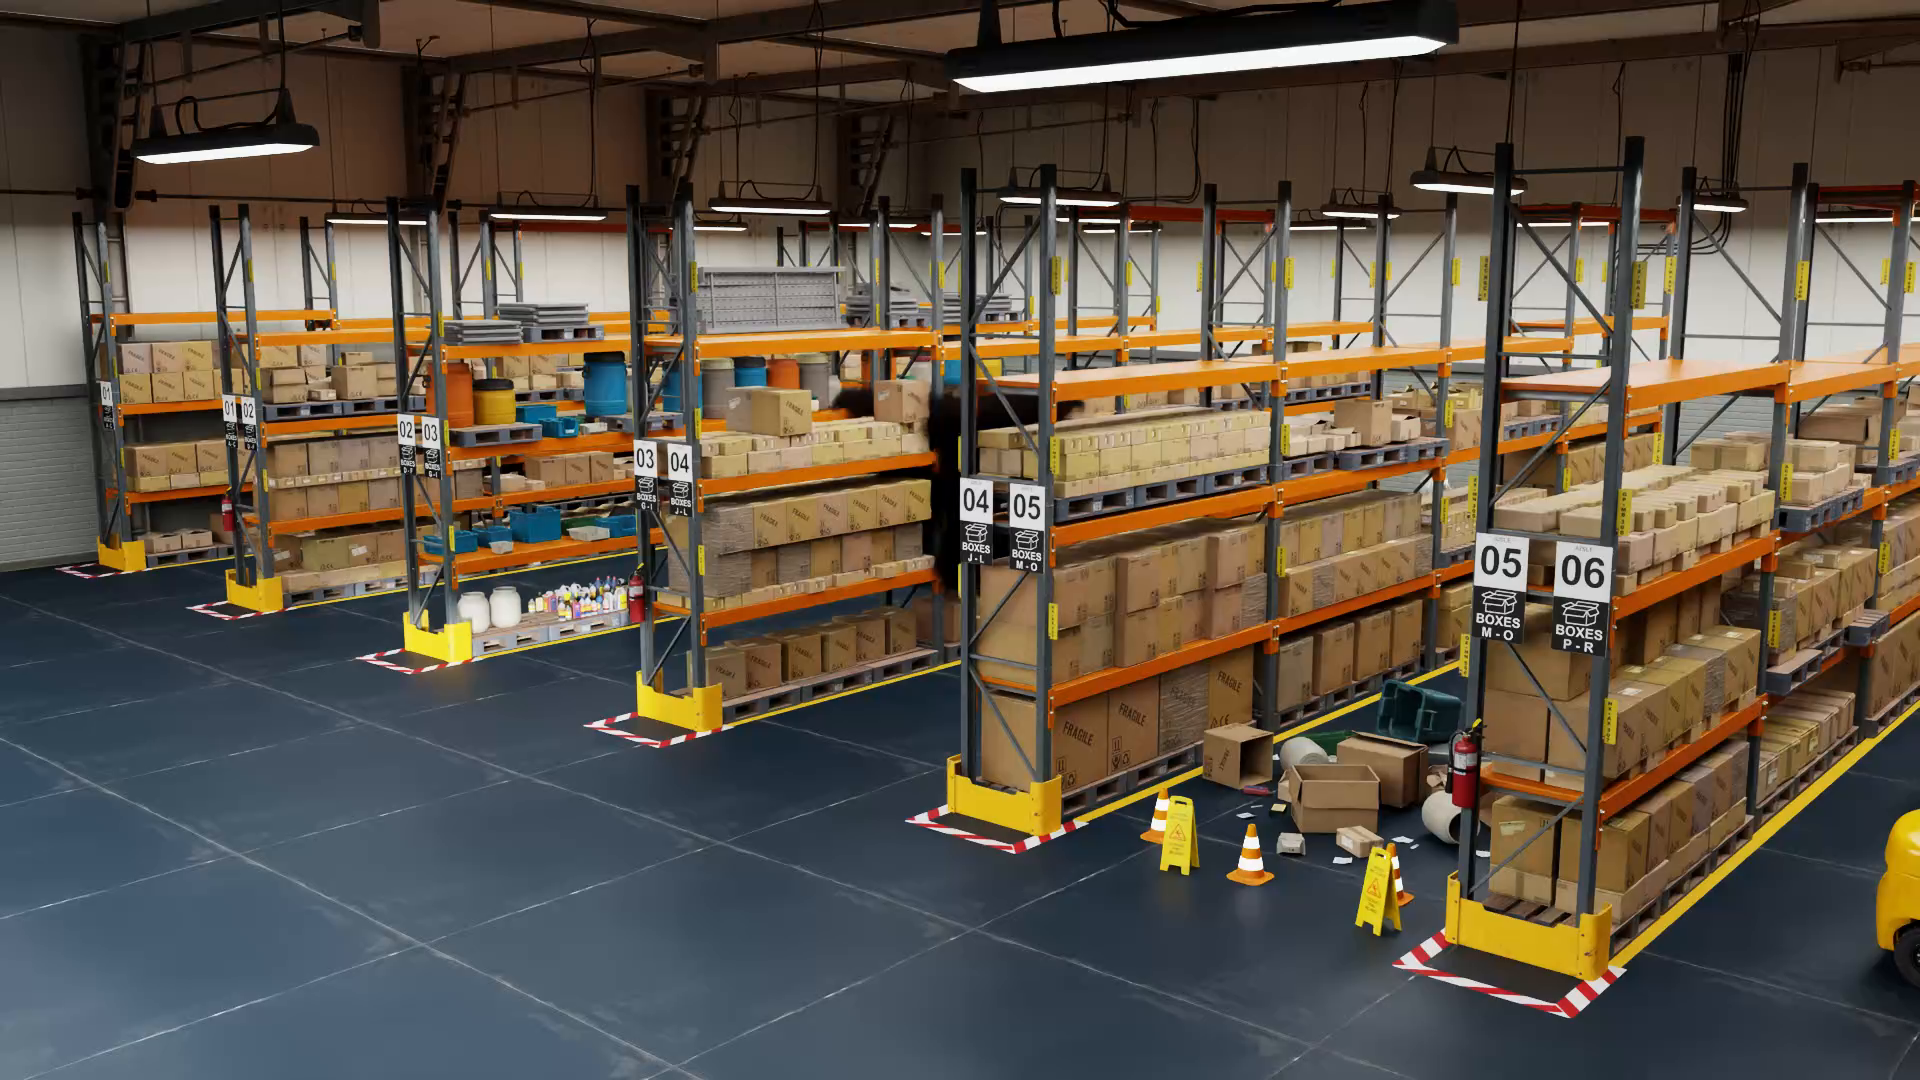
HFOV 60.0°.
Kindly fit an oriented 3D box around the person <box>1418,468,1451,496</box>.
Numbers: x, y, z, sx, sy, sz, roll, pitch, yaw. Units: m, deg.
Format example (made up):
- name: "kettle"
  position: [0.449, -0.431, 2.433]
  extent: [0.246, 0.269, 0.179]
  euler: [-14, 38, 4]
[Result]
- name: "person"
  position: [8.364, -0.550, 29.364]
  extent: [0.647, 1.705, 0.882]
  euler: [6, 11, 34]
